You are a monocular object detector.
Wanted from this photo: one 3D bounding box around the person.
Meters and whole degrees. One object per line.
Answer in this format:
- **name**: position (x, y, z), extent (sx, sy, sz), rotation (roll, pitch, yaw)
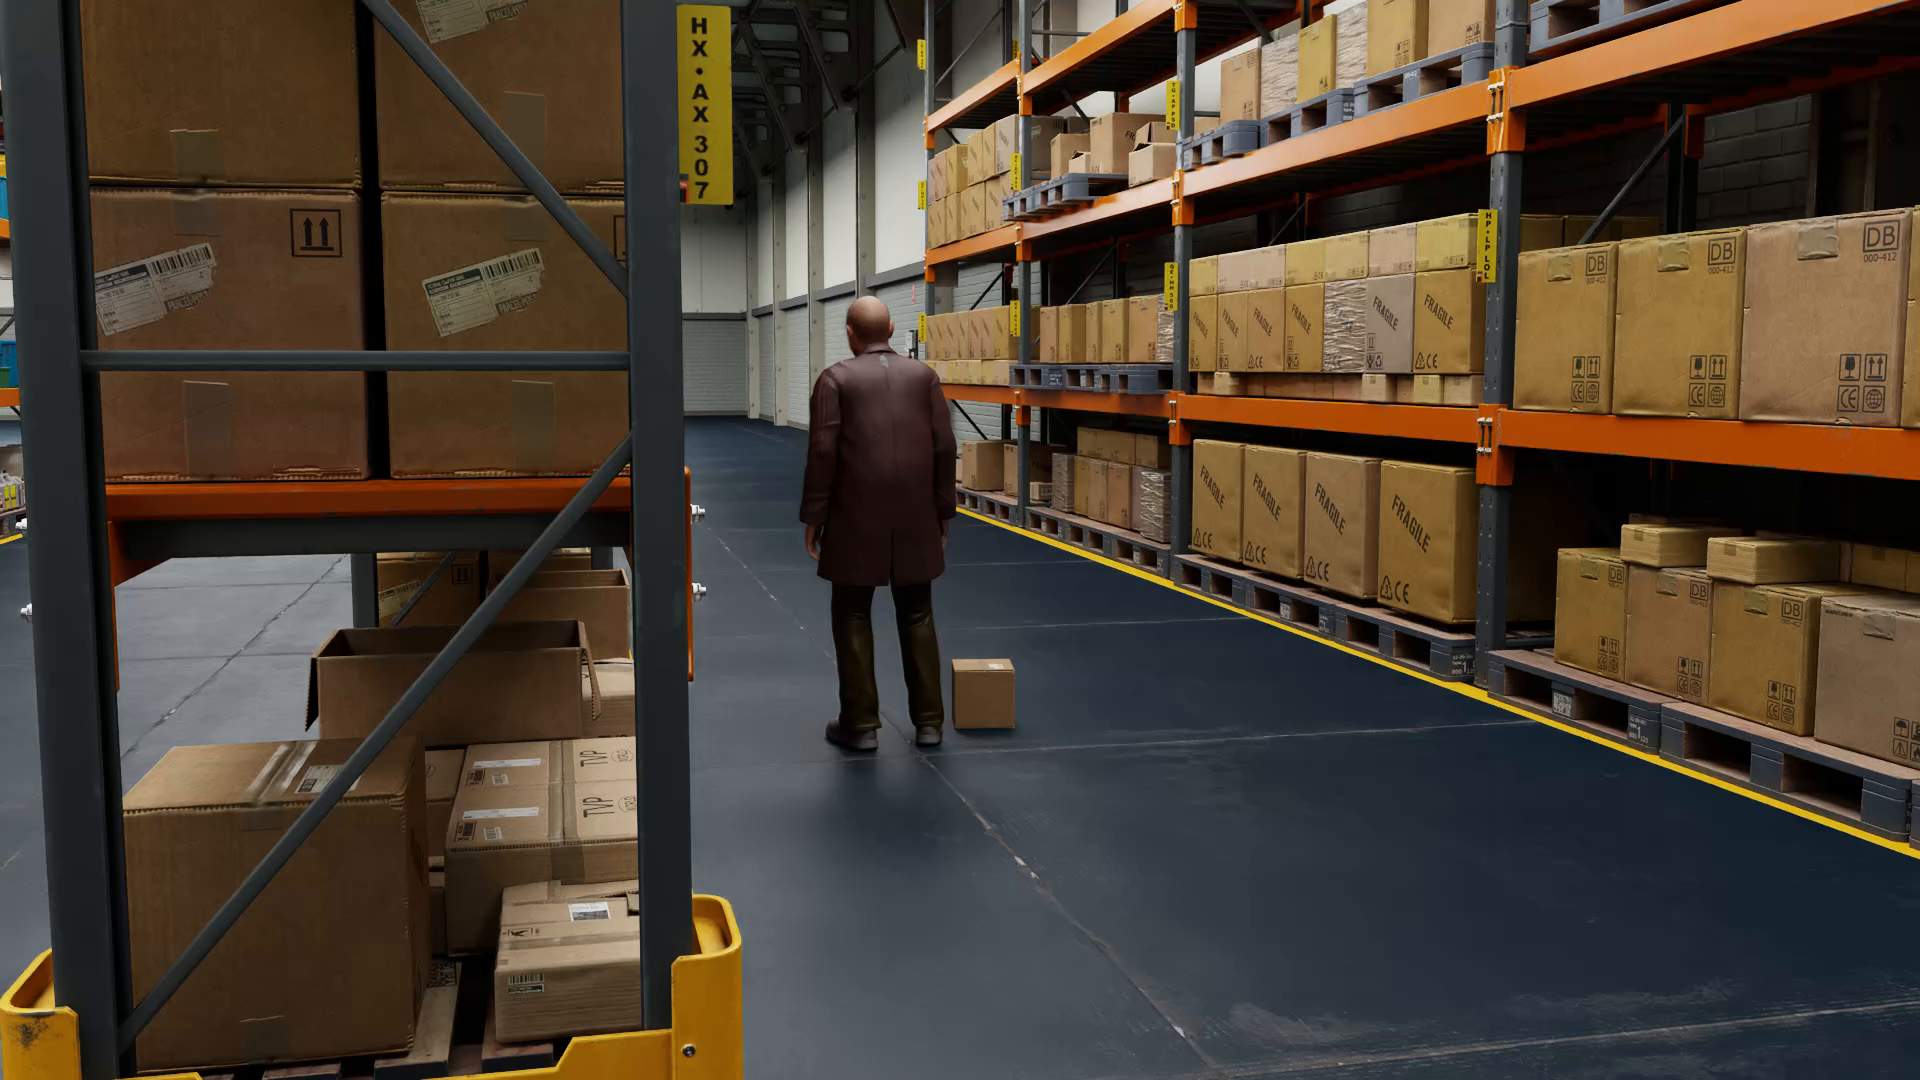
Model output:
- **person**: position (-0.322, -0.072, 6.574), extent (0.649, 1.772, 0.433), rotation (-2, 6, -20)
